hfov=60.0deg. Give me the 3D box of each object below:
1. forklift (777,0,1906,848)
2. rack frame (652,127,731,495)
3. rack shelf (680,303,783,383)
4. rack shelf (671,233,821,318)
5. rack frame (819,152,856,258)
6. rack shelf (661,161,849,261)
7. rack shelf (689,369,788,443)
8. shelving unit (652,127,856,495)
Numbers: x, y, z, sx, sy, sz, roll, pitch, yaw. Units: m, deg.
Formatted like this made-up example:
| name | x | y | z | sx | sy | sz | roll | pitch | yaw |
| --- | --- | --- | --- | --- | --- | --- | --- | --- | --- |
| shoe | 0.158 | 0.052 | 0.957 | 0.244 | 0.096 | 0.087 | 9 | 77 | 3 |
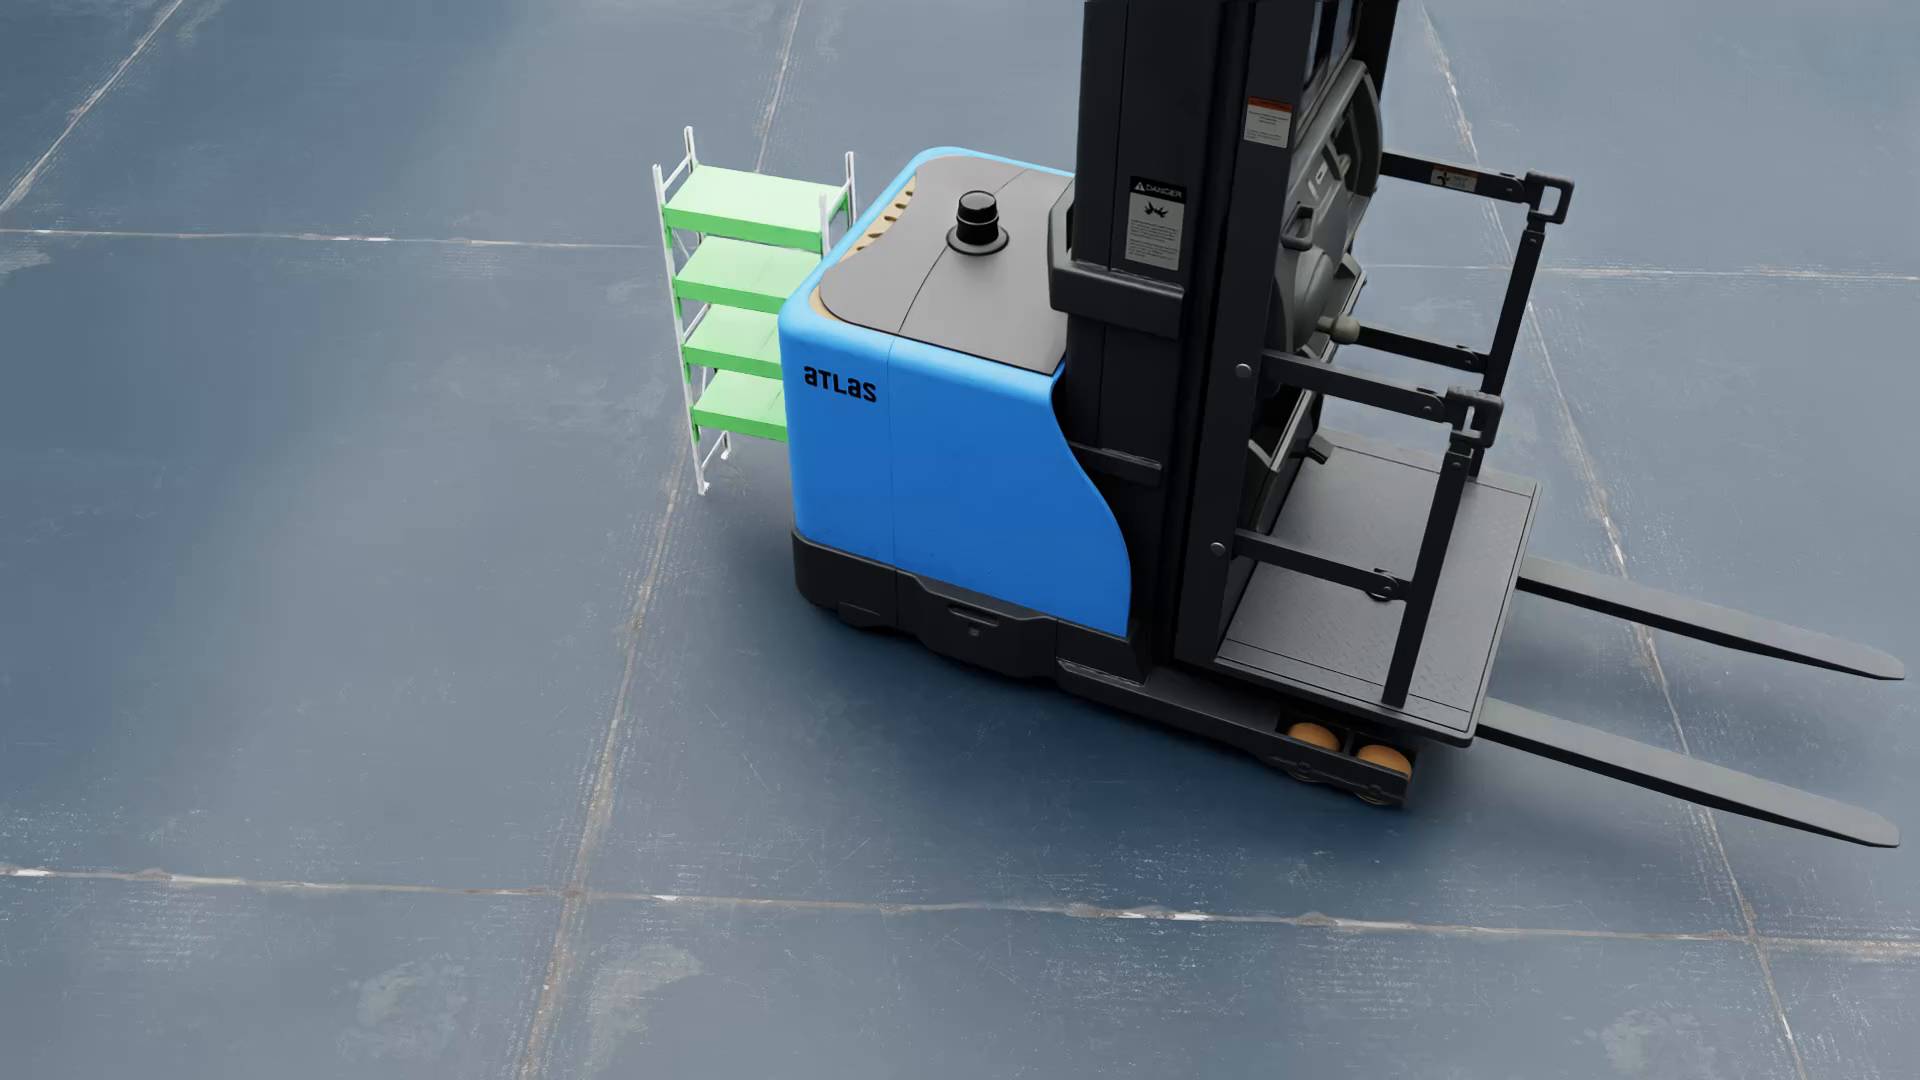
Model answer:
| name | x | y | z | sx | sy | sz | roll | pitch | yaw |
| --- | --- | --- | --- | --- | --- | --- | --- | --- | --- |
| forklift | 1.069 | -0.774 | 3.930 | 3.031 | 2.935 | 1.130 | 17 | 45 | 17 |
| rack frame | -0.808 | -0.665 | 5.083 | 0.015 | 1.200 | 0.240 | 12 | 44 | 12 |
| rack shelf | -0.575 | -0.570 | 5.076 | 0.480 | 0.148 | 0.258 | 12 | 44 | 12 |
| rack shelf | -0.575 | -0.746 | 4.912 | 0.480 | 0.148 | 0.258 | 12 | 44 | 12 |
| rack frame | -0.341 | -0.570 | 4.981 | 0.015 | 1.200 | 0.240 | 12 | 44 | 12 |
| rack shelf | -0.575 | -0.922 | 4.749 | 0.480 | 0.148 | 0.258 | 12 | 44 | 12 |
| rack shelf | -0.575 | -0.395 | 5.239 | 0.480 | 0.148 | 0.258 | 12 | 44 | 12 |
| shelving unit | -0.575 | -0.617 | 5.032 | 0.503 | 1.200 | 0.258 | 12 | 44 | 12 |
